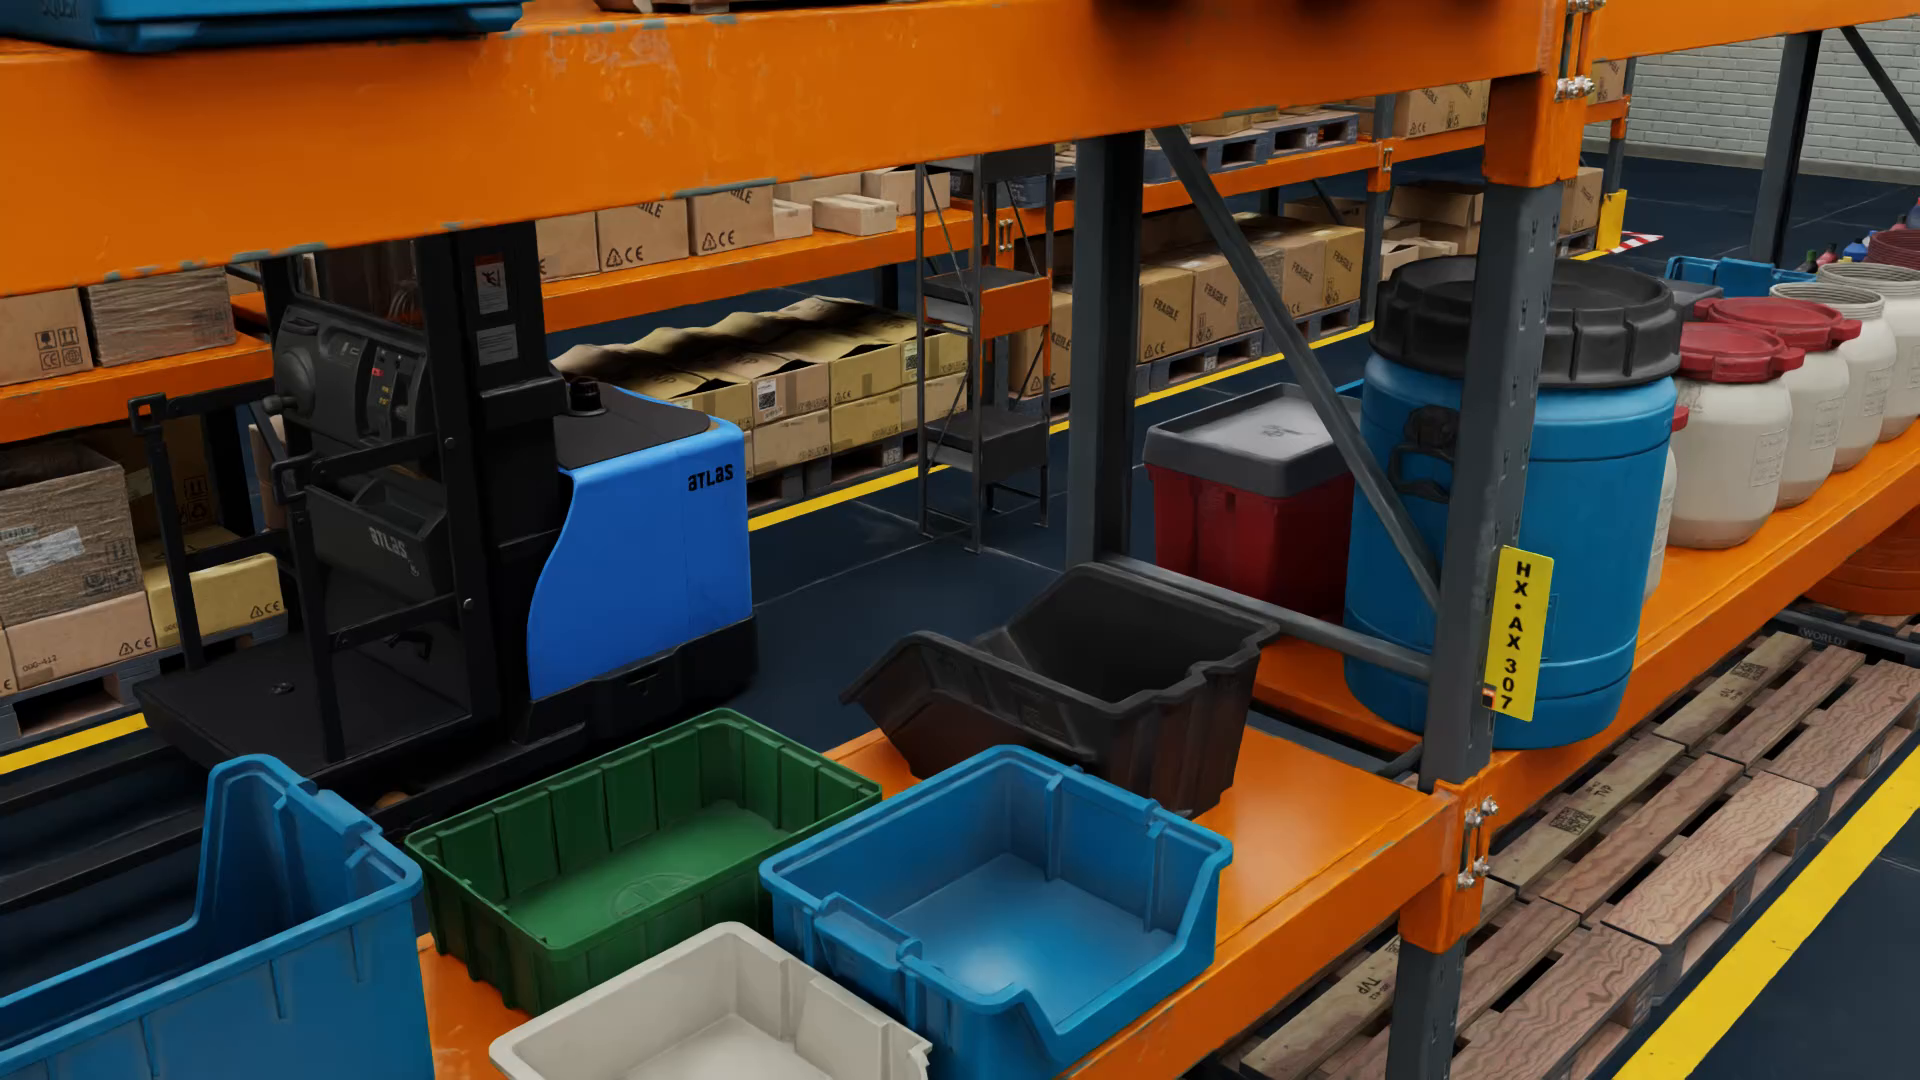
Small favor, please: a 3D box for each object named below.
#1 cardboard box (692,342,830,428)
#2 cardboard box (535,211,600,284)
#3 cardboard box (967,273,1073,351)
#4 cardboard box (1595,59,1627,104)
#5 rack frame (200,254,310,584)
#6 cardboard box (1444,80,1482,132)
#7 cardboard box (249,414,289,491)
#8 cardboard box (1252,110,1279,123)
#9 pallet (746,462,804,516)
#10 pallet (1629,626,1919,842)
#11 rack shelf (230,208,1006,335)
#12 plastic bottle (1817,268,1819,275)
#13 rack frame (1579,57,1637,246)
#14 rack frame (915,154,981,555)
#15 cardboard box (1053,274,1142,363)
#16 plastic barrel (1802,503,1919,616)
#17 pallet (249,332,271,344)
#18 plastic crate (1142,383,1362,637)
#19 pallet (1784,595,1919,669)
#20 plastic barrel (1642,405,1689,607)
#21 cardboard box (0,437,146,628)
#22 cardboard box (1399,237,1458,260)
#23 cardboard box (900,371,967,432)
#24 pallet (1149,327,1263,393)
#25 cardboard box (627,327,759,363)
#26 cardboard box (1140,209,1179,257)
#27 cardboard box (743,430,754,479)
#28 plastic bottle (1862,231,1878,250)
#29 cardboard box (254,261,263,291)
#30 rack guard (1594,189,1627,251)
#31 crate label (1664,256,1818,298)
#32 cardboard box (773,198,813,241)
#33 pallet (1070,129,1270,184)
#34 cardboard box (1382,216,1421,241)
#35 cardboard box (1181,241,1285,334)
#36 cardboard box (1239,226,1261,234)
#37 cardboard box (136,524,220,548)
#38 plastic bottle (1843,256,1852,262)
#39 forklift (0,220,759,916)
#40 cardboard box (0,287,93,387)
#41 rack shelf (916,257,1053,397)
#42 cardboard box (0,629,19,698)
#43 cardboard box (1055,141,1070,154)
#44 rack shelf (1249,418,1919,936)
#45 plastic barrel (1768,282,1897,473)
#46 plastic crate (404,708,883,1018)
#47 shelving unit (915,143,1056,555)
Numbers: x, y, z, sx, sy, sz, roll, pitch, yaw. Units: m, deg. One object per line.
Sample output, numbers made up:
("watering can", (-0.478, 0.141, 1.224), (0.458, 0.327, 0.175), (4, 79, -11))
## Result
("cardboard box", (-1.020, -0.821, 8.494), (0.500, 0.311, 0.500), (19, 28, 40))
("cardboard box", (-1.995, -1.454, 7.537), (0.500, 0.500, 0.500), (-18, 27, -38))
("cardboard box", (0.365, -1.445, 10.523), (0.500, 0.500, 0.500), (-19, 28, -40))
("cardboard box", (5.344, -4.027, 14.231), (0.500, 0.500, 0.500), (-19, 28, -40))
("rack frame", (-2.910, -1.079, 6.700), (1.000, 3.000, 0.127), (19, 28, 41))
("cardboard box", (3.577, -3.377, 12.540), (0.500, 0.500, 0.500), (-20, 28, -41))
("cardboard box", (-2.832, -0.429, 7.475), (0.500, 0.311, 0.500), (19, 28, 41))
("cardboard box", (1.746, -3.119, 11.285), (0.500, 0.500, 0.700), (-15, 26, -34))
("pallet", (-1.572, -0.291, 8.538), (1.003, 0.211, 1.213), (19, 28, 41))
("pallet", (2.859, 0.625, 6.155), (1.003, 0.211, 1.213), (19, 28, 41))
("rack shelf", (-1.514, -1.257, 8.167), (1.077, 0.370, 4.000), (19, 28, 41))
("plastic bottle", (3.497, -1.009, 6.796), (0.097, 0.201, 0.097), (0, 21, 0))
("rack frame", (5.462, -4.163, 14.725), (1.000, 3.000, 0.127), (19, 28, 41))
("rack frame", (-0.055, -0.960, 7.645), (0.400, 2.100, 0.015), (19, 28, 41))
("cardboard box", (0.764, -1.327, 10.217), (0.500, 0.500, 0.500), (18, 27, 39))
("plastic barrel", (3.756, -0.179, 6.799), (0.600, 0.830, 0.708), (19, 28, 41))
("pallet", (-5.068, -1.532, 11.765), (1.003, 0.211, 1.213), (19, 28, 41))
("plastic crate", (0.755, -0.069, 3.984), (0.402, 0.464, 0.583), (19, 28, 41))
("pallet", (3.947, 0.222, 7.202), (1.003, 0.211, 1.213), (19, 28, 41))
("plastic barrel", (1.461, -0.092, 3.945), (0.433, 0.535, 0.433), (0, 21, 0))
("cardboard box", (-3.434, -0.042, 6.204), (0.500, 0.500, 0.500), (19, 28, 41))
("cardboard box", (3.715, -2.297, 13.205), (0.380, 0.166, 0.250), (19, 28, 41))
("cardboard box", (-0.311, -0.823, 9.282), (0.500, 0.250, 0.500), (-19, 28, -41))
("pallet", (1.280, -1.300, 11.162), (1.003, 0.211, 1.213), (19, 28, 41))
("cardboard box", (-1.413, -0.952, 8.837), (0.500, 0.311, 0.500), (18, 28, 39))
("cardboard box", (1.112, -2.074, 11.116), (0.500, 0.250, 0.500), (19, 28, 40))
("cardboard box", (-1.378, -0.428, 8.255), (0.500, 0.250, 0.500), (-20, 28, -41))
("plastic bottle", (3.930, -1.201, 7.199), (0.097, 0.271, 0.097), (0, 21, 0))
("cardboard box", (-4.905, -1.948, 11.833), (0.700, 0.500, 0.500), (19, 28, 40))
("rack guard", (5.409, -2.977, 15.123), (1.175, 0.500, 0.348), (19, 28, 41))
("crate label", (2.540, -0.695, 5.652), (0.502, 0.435, 0.616), (19, 28, 41))
("cardboard box", (-0.968, -1.648, 8.531), (0.250, 0.149, 0.380), (-18, 27, -38))
("pallet", (1.234, -2.518, 10.713), (1.003, 0.211, 1.213), (19, 28, 41))
("cardboard box", (3.389, -2.496, 13.521), (0.500, 0.311, 0.500), (19, 28, 41))
("cardboard box", (1.831, -1.721, 11.243), (0.500, 0.500, 0.500), (20, 29, 41))
("cardboard box", (1.795, -1.970, 11.891), (0.500, 0.500, 0.500), (-20, 28, -41))
("cardboard box", (-3.450, 0.052, 7.005), (0.500, 0.250, 0.500), (19, 28, 41))
("plastic bottle", (3.726, -1.094, 7.016), (0.097, 0.201, 0.097), (0, 21, 0))
("forklift", (-2.161, -0.526, 5.357), (1.130, 2.935, 3.031), (18, 28, 39))
("cardboard box", (-3.578, -0.872, 6.024), (0.700, 0.500, 0.500), (19, 28, 40))
("rack shelf", (0.115, -1.010, 7.813), (0.431, 0.518, 0.480), (19, 28, 41))
("cardboard box", (-3.771, 0.441, 5.994), (0.500, 0.250, 0.500), (19, 28, 41))
("cardboard box", (0.239, -2.540, 9.776), (0.700, 0.500, 0.500), (9, 23, 23))
("rack shelf", (2.032, -0.016, 4.939), (1.077, 0.370, 4.000), (19, 28, 41))
("plastic barrel", (2.569, -0.492, 5.018), (0.421, 0.512, 0.421), (0, 21, 0))
("plastic crate", (-0.512, 0.539, 2.786), (0.450, 0.188, 0.662), (19, 28, 41))
("shelving unit", (0.115, -1.023, 7.809), (0.431, 2.100, 0.503), (19, 28, 41))
